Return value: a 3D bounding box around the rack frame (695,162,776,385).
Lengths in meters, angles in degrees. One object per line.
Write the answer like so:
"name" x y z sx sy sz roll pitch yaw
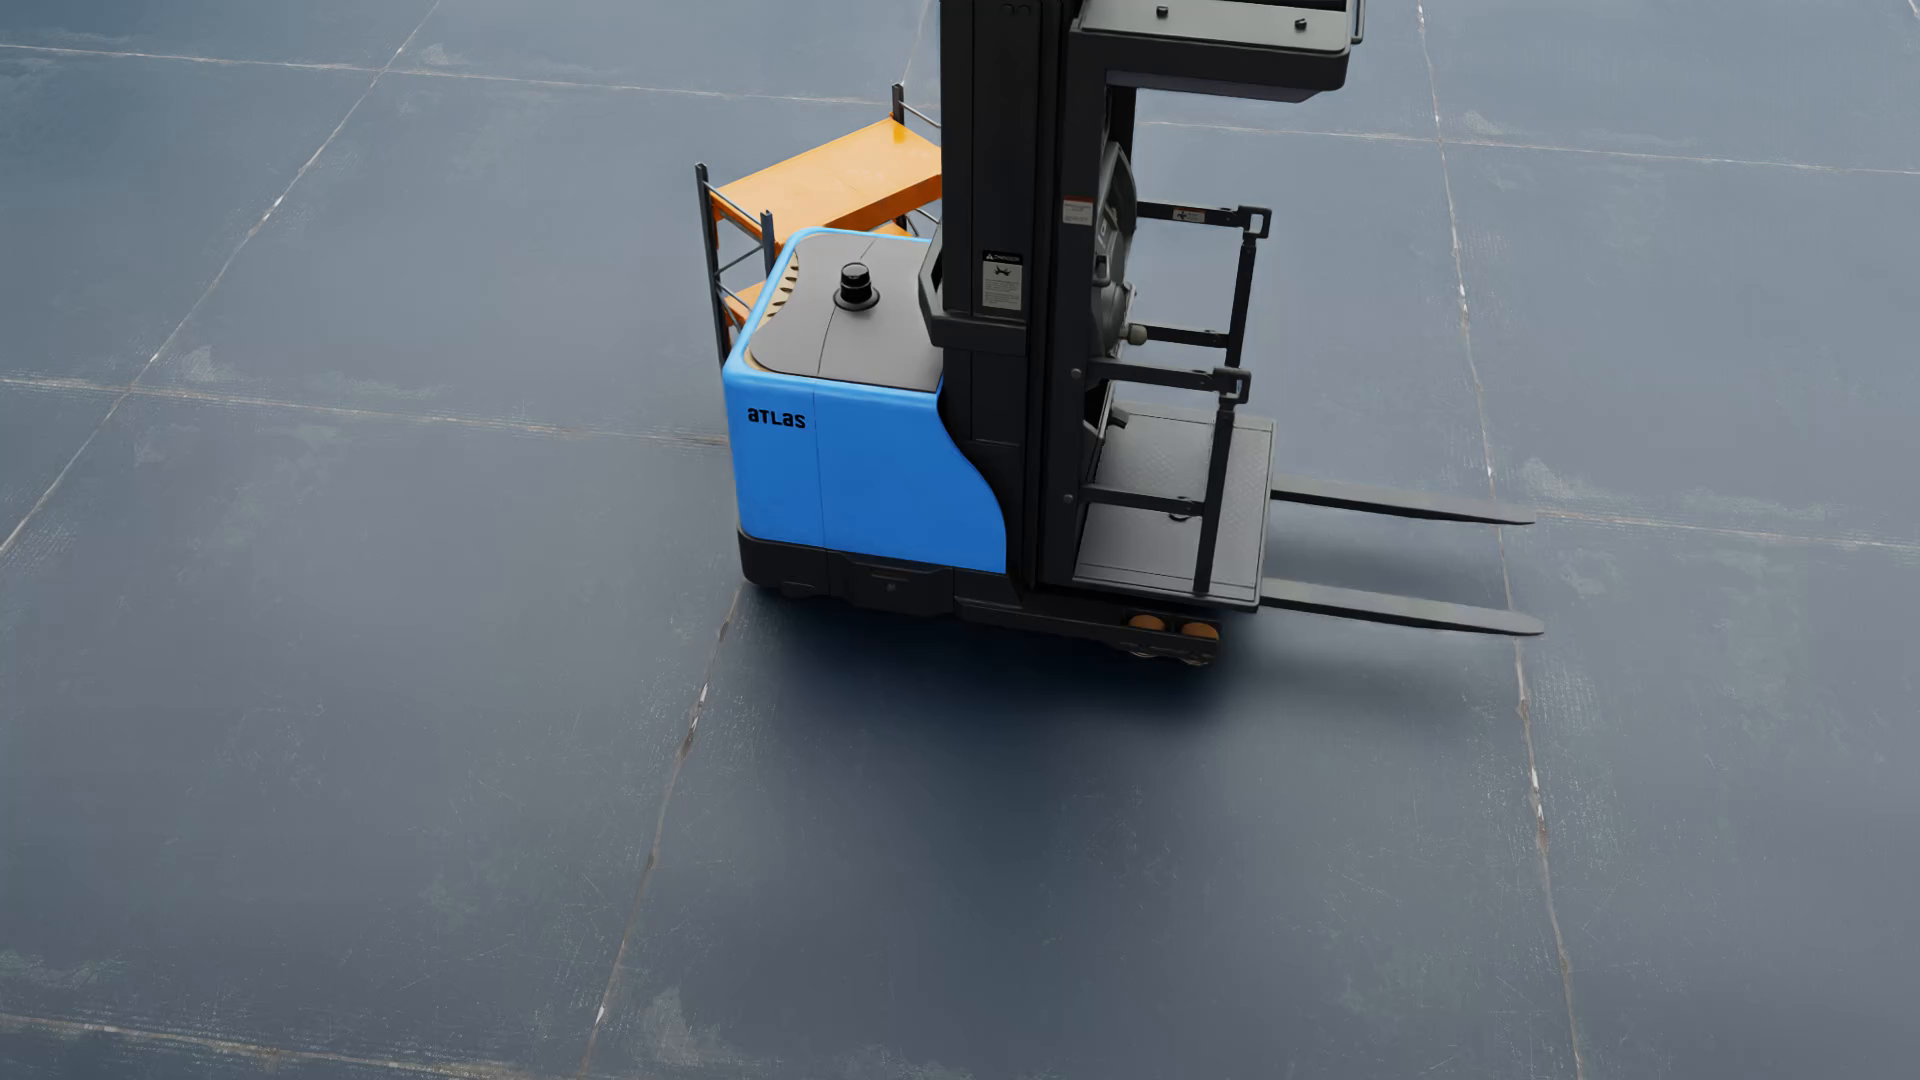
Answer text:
"rack frame" -0.900 -0.986 6.973 0.032 1.125 0.500 -30 51 -28

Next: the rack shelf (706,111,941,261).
"rack shelf" -0.511 -1.424 7.010 1.000 0.278 0.538 -30 51 -28

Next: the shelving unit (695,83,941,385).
"shelving unit" -0.511 -1.211 7.211 1.048 1.125 0.538 -30 51 -28

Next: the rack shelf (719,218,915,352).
"rack shelf" -0.511 -1.033 7.379 1.000 0.278 0.538 -30 51 -28

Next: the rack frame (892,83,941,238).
"rack frame" -0.123 -1.436 7.449 0.032 1.125 0.500 -30 51 -28

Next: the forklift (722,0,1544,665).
"forklift" 0.714 -0.994 5.668 3.031 2.935 1.130 8 44 8
